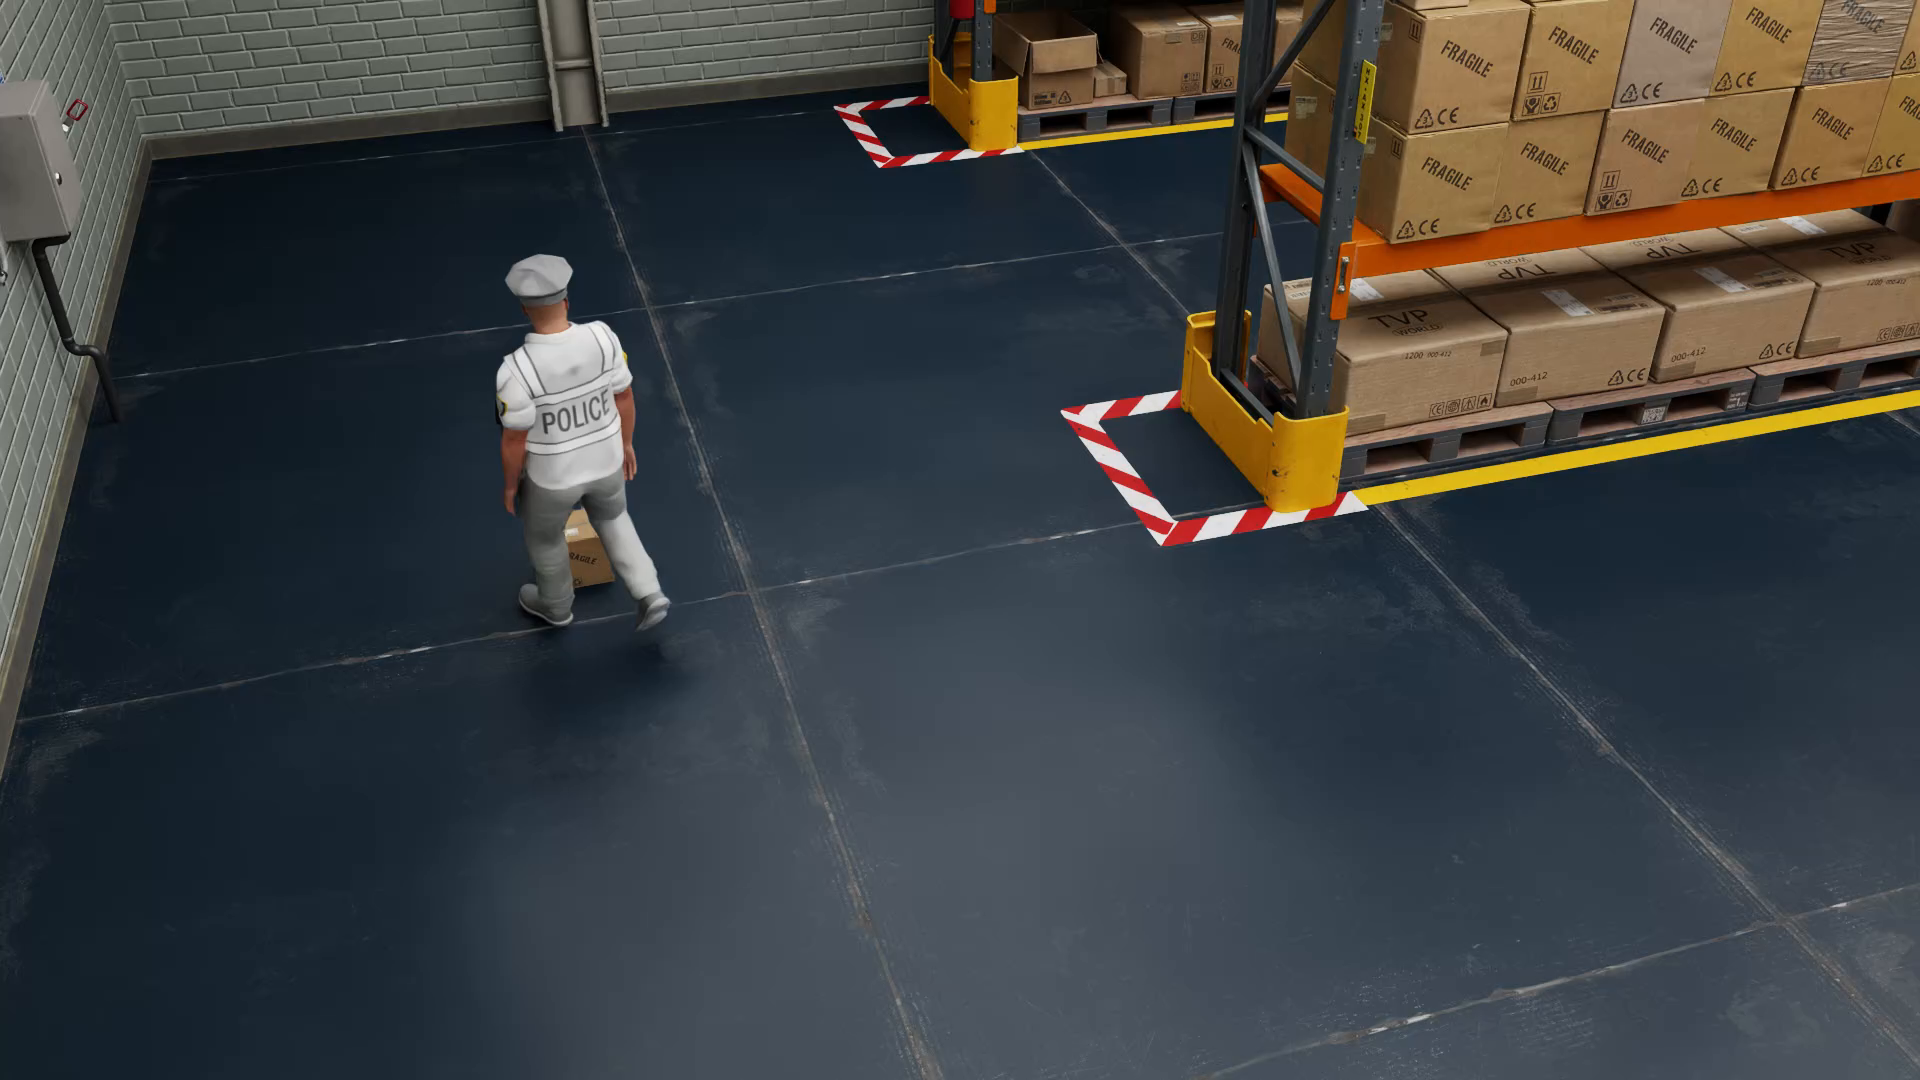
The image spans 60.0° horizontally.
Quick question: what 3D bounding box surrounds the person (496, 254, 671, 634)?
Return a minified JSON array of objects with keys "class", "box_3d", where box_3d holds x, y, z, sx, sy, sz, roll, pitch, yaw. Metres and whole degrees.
[{"class":"person","box_3d":[-1.581,-0.339,6.651,0.567,1.723,0.807,-23,40,-31]}]
